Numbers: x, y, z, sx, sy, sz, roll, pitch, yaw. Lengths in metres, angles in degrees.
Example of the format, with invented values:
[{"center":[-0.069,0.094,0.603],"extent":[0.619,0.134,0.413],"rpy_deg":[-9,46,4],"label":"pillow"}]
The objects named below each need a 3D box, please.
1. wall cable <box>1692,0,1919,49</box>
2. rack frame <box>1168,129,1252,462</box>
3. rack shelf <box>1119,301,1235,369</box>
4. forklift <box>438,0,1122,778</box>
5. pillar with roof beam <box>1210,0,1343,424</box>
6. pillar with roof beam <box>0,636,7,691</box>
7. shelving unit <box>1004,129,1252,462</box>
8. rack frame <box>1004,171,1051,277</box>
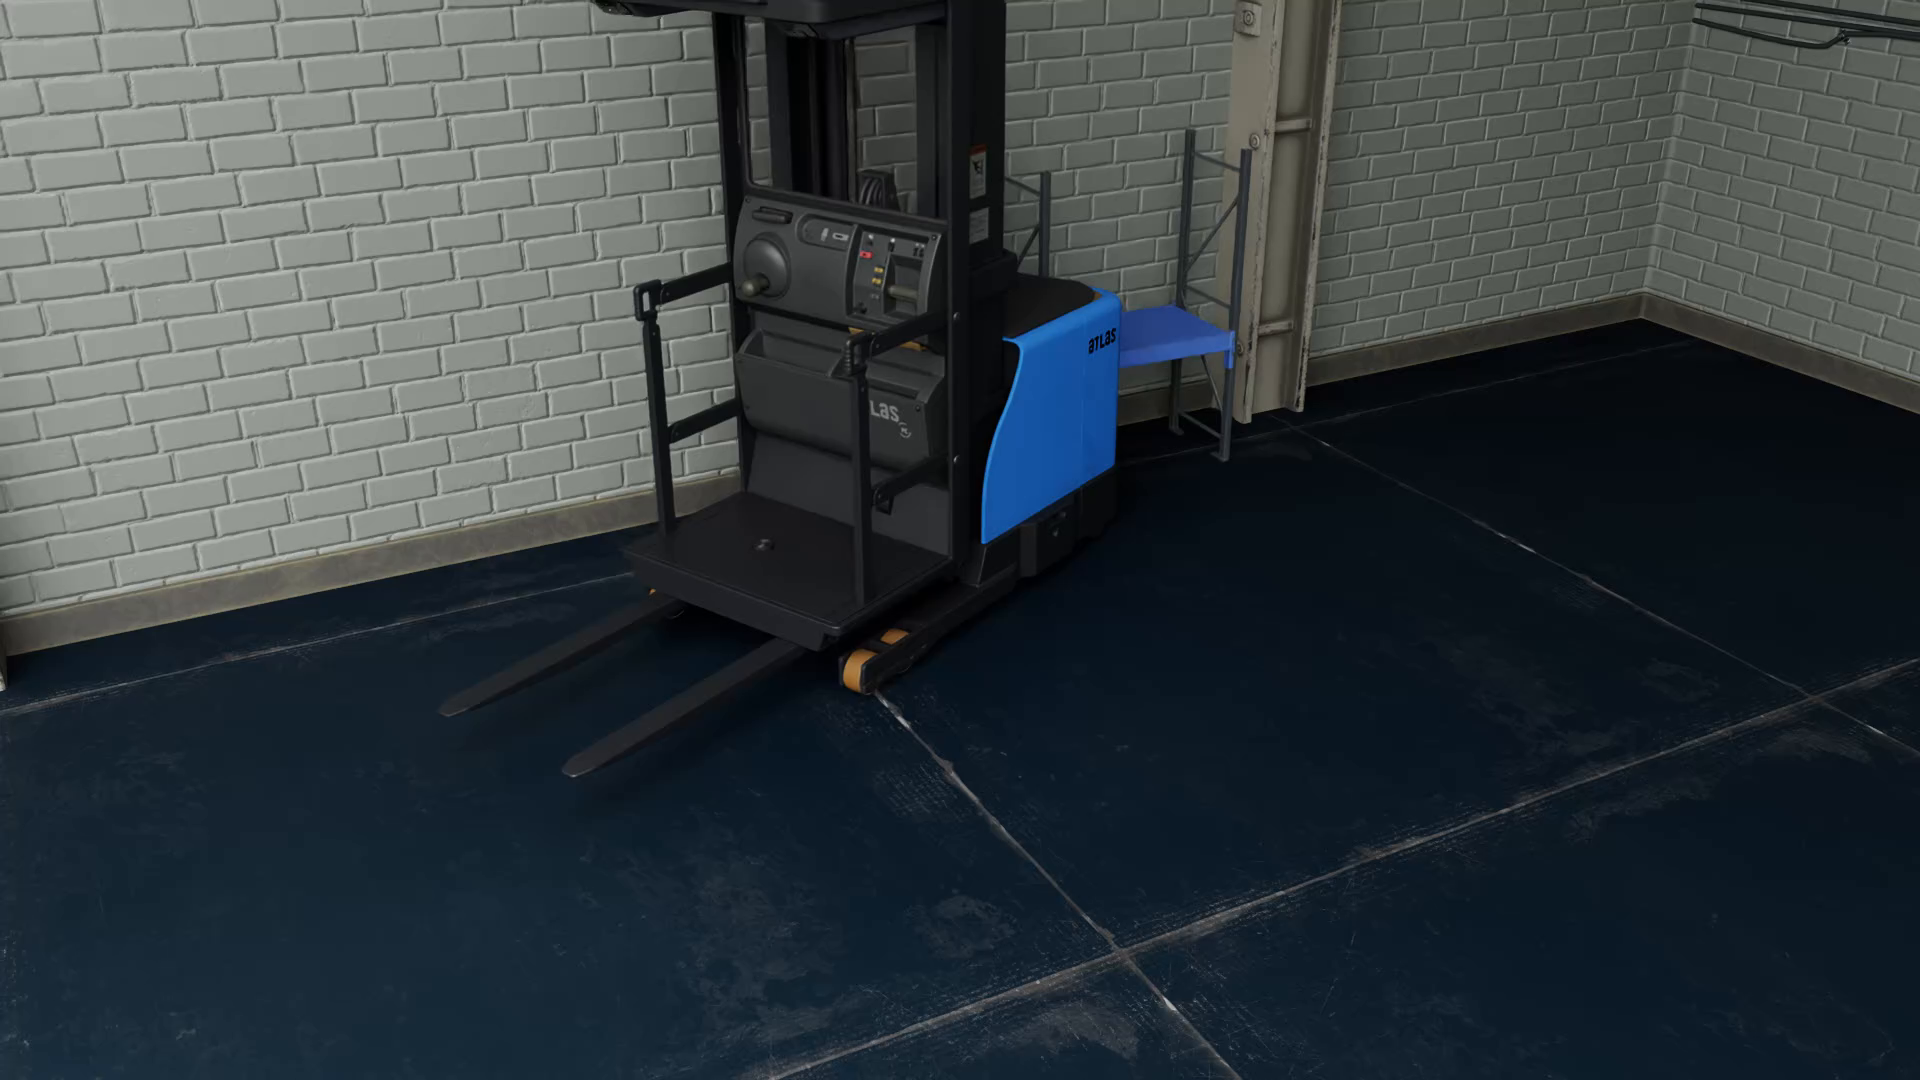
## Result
[{"center":[4.768,-3.444,7.613],"extent":[0.112,2.526,3.097],"rpy_deg":[-13,29,-25],"label":"wall cable"},{"center":[1.180,-1.155,7.923],"extent":[0.032,1.500,0.500],"rpy_deg":[-12,28,-23],"label":"rack frame"},{"center":[0.722,-0.897,7.802],"extent":[1.000,0.185,0.538],"rpy_deg":[-12,28,-23],"label":"rack shelf"},{"center":[-0.584,-0.994,5.934],"extent":[1.130,2.935,3.031],"rpy_deg":[18,31,32],"label":"forklift"},{"center":[3.572,-3.105,3.319],"extent":[0.400,9.000,9.100],"rpy_deg":[-13,29,-25],"label":"pillar with roof beam"},{"center":[-1.722,-1.882,0.774],"extent":[0.400,9.000,9.100],"rpy_deg":[-13,29,-25],"label":"pillar with roof beam"},{"center":[0.722,-1.060,7.724],"extent":[1.048,1.500,0.538],"rpy_deg":[-12,28,-23],"label":"shelving unit"},{"center":[0.264,-0.964,7.525],"extent":[0.032,1.500,0.500],"rpy_deg":[-12,28,-23],"label":"rack frame"}]
